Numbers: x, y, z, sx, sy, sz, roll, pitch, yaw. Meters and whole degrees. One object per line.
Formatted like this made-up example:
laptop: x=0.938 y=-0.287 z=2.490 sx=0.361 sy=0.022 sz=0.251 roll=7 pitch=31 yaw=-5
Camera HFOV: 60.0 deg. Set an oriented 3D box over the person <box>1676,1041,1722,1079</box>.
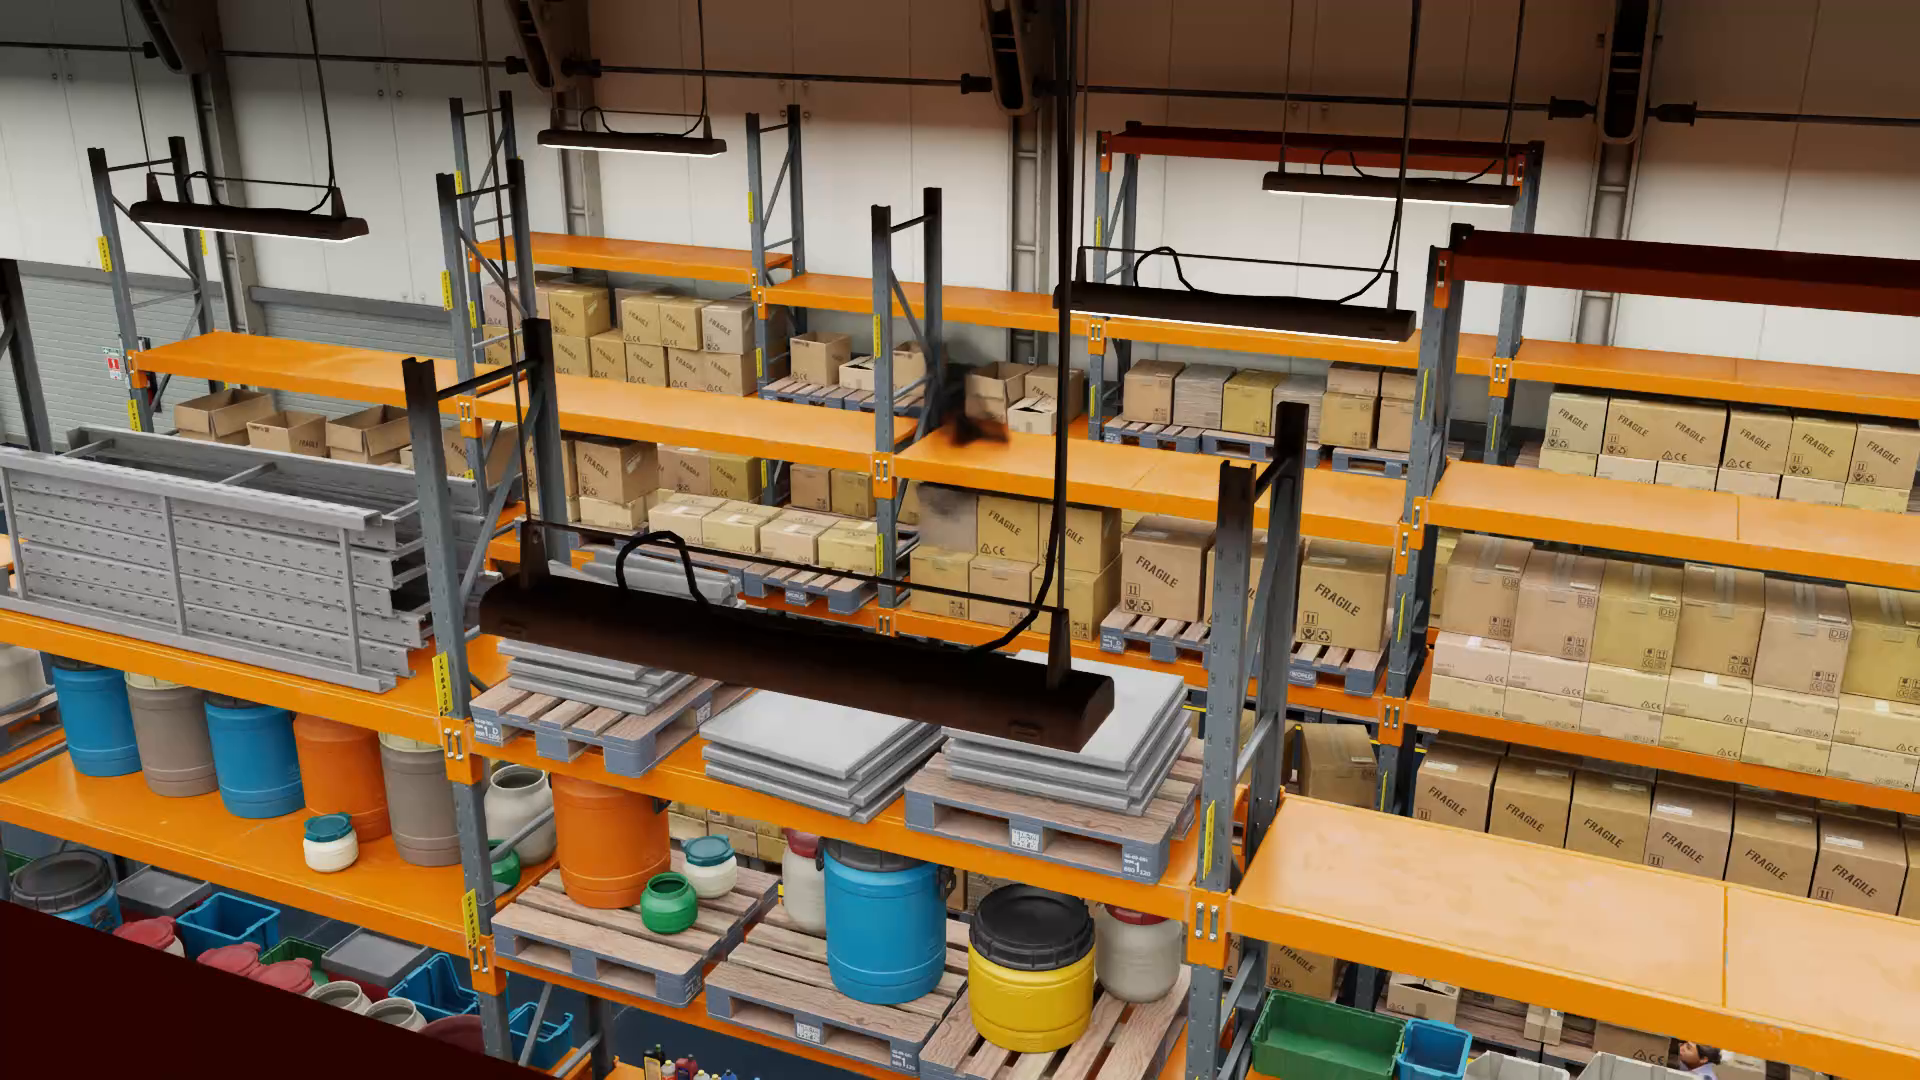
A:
person: x=4.531 y=3.774 z=10.339 sx=0.621 sy=1.637 sz=0.602 roll=6 pitch=21 yaw=17
